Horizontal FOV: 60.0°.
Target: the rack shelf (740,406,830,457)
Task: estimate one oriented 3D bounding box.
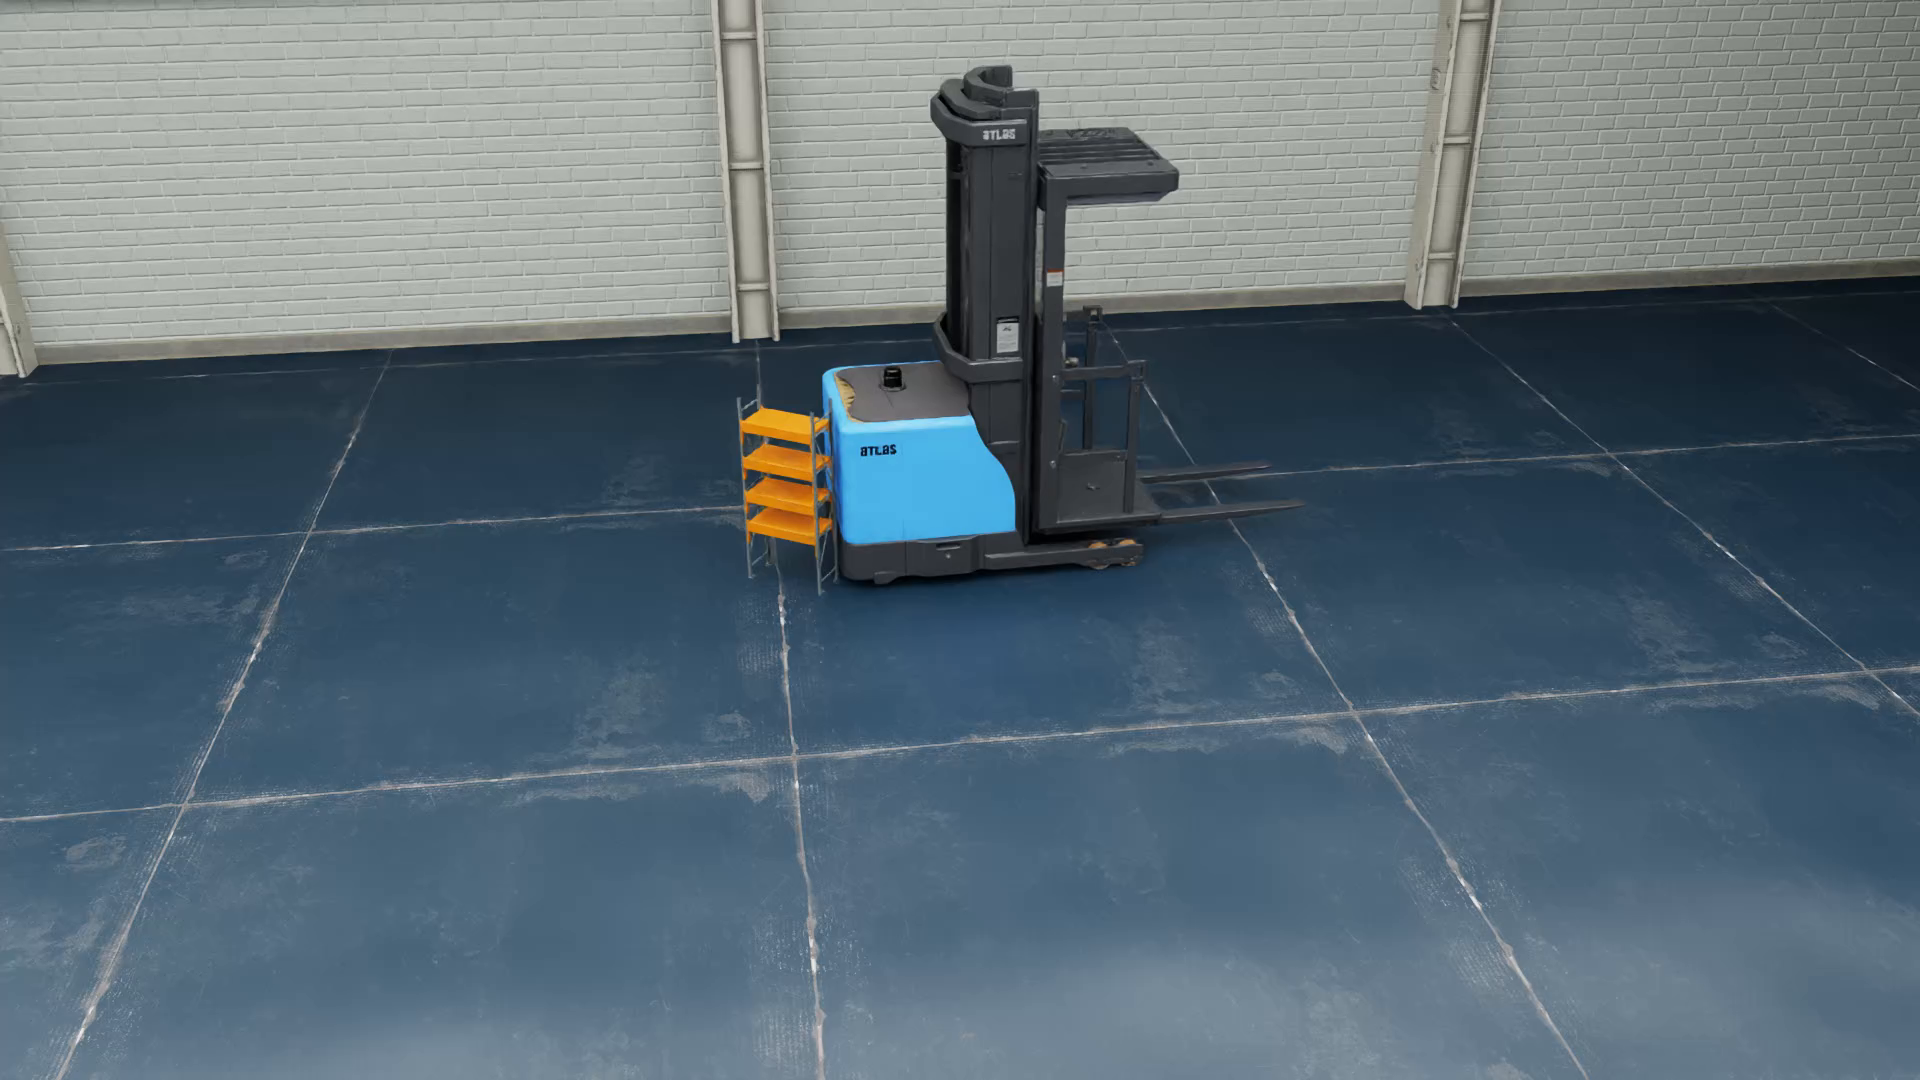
[{"bbox_3d":[-1.028,-0.645,9.832,0.480,0.148,0.258,12,29,22],"label":"rack shelf"}]

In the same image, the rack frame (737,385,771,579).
[{"bbox_3d":[-1.249,-0.342,10.102,0.015,1.200,0.240,12,29,22],"label":"rack frame"}]

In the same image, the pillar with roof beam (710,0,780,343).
[{"bbox_3d":[-1.135,-3.796,8.291,0.400,9.000,9.100,-4,27,-7],"label":"pillar with roof beam"}]

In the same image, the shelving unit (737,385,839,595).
[{"bbox_3d":[-1.028,-0.295,10.012,0.503,1.200,0.258,12,29,22],"label":"shelving unit"}]

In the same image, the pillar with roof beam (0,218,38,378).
[{"bbox_3d":[-7.076,-3.415,7.548,0.400,9.000,9.100,-4,27,-7],"label":"pillar with roof beam"}]

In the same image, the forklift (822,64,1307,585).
[{"bbox_3d":[0.686,-1.353,10.176,3.031,2.935,1.130,-5,28,-10],"label":"forklift"}]

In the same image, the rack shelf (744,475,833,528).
[{"bbox_3d":[-1.028,-0.236,10.042,0.480,0.148,0.258,12,29,22],"label":"rack shelf"}]

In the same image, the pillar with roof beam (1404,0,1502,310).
[{"bbox_3d":[4.807,-4.178,9.035,0.400,9.000,9.100,-4,27,-7],"label":"pillar with roof beam"}]

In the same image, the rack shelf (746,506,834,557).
[{"bbox_3d":[-1.028,-0.059,10.133,0.480,0.148,0.258,12,29,22],"label":"rack shelf"}]

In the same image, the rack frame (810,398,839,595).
[{"bbox_3d":[-0.806,-0.249,9.921,0.015,1.200,0.240,12,29,22],"label":"rack frame"}]

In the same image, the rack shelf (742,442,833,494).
[{"bbox_3d":[-1.028,-0.435,9.940,0.480,0.148,0.258,12,29,22],"label":"rack shelf"}]
